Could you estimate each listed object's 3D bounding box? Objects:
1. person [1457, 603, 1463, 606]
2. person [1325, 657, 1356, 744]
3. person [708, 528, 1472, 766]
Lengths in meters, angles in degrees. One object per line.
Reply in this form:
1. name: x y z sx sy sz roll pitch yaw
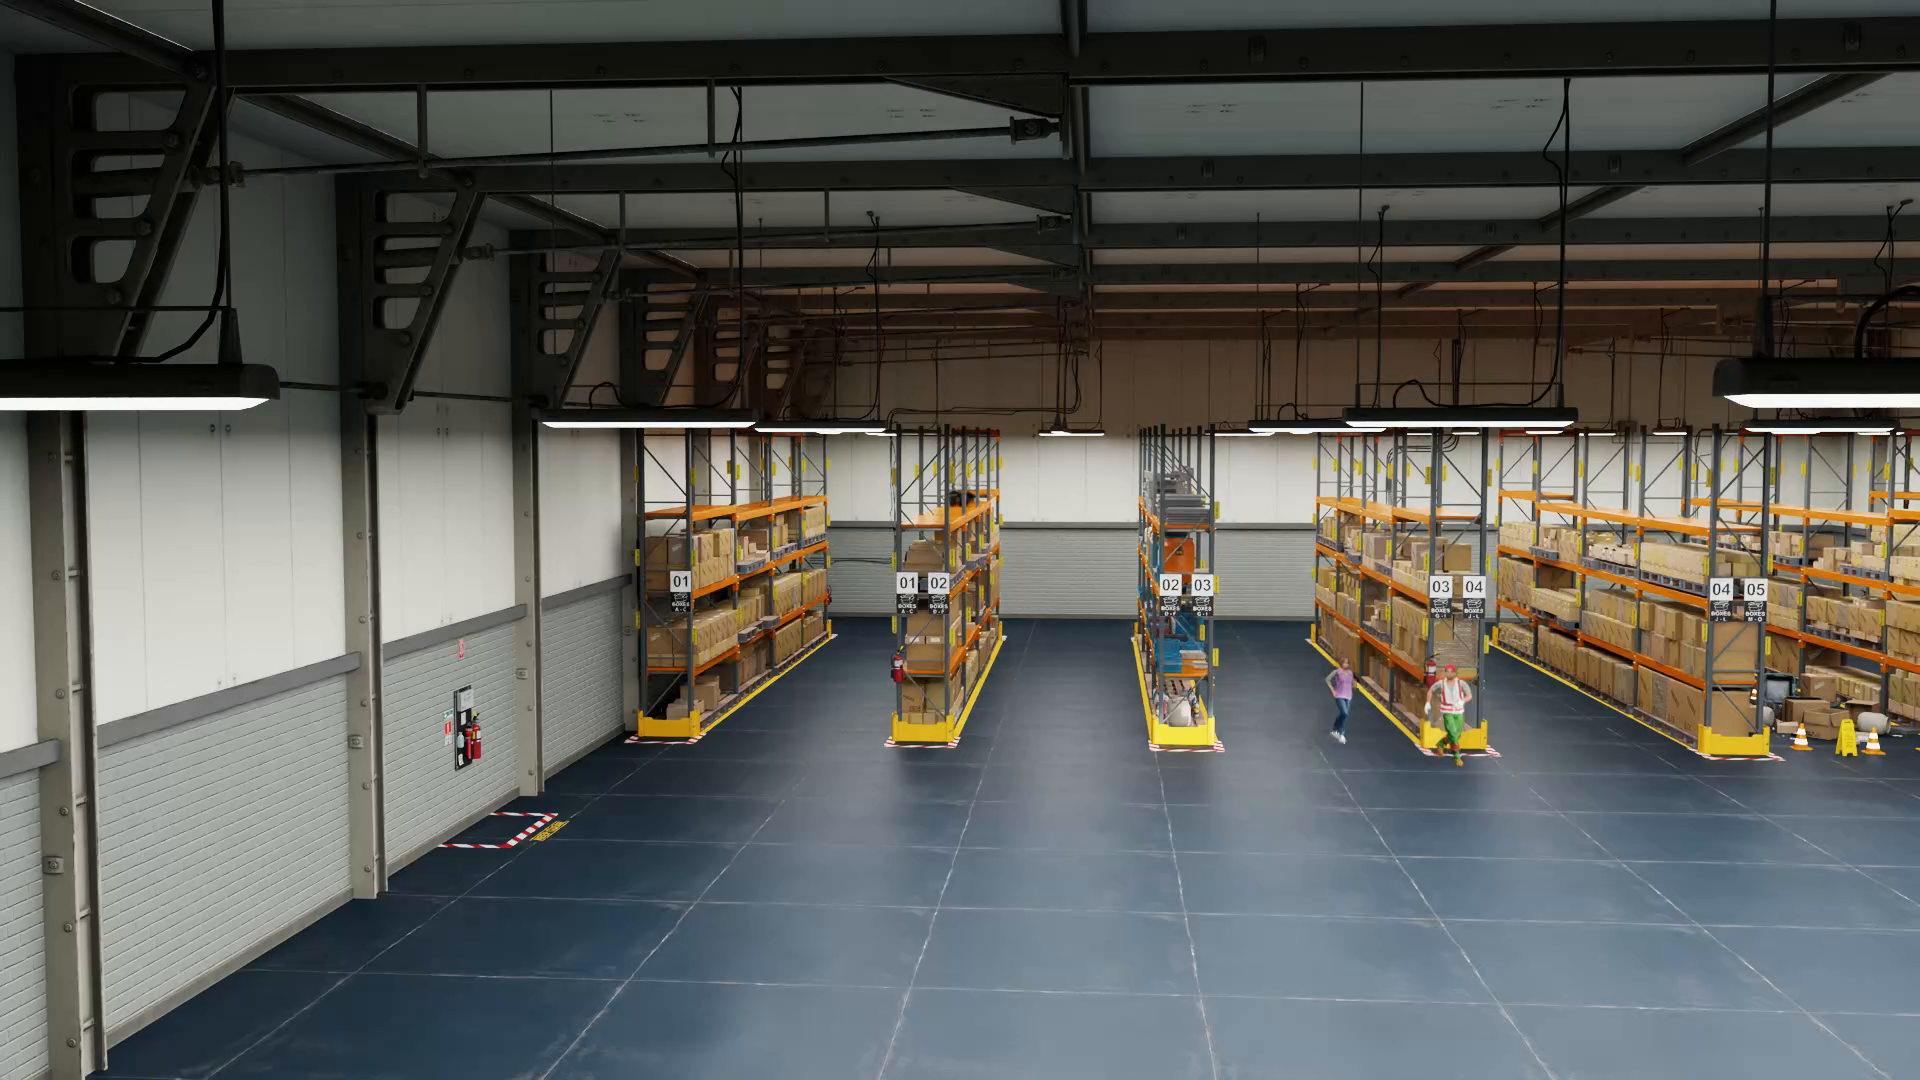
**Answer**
1. person: 13.897 2.033 46.595 0.812 1.664 0.633 -3 5 -40
2. person: 7.226 3.018 31.391 0.517 1.637 0.707 -1 4 -21
3. person: 1.849 1.868 32.349 13.983 3.837 7.538 0 3 -3
